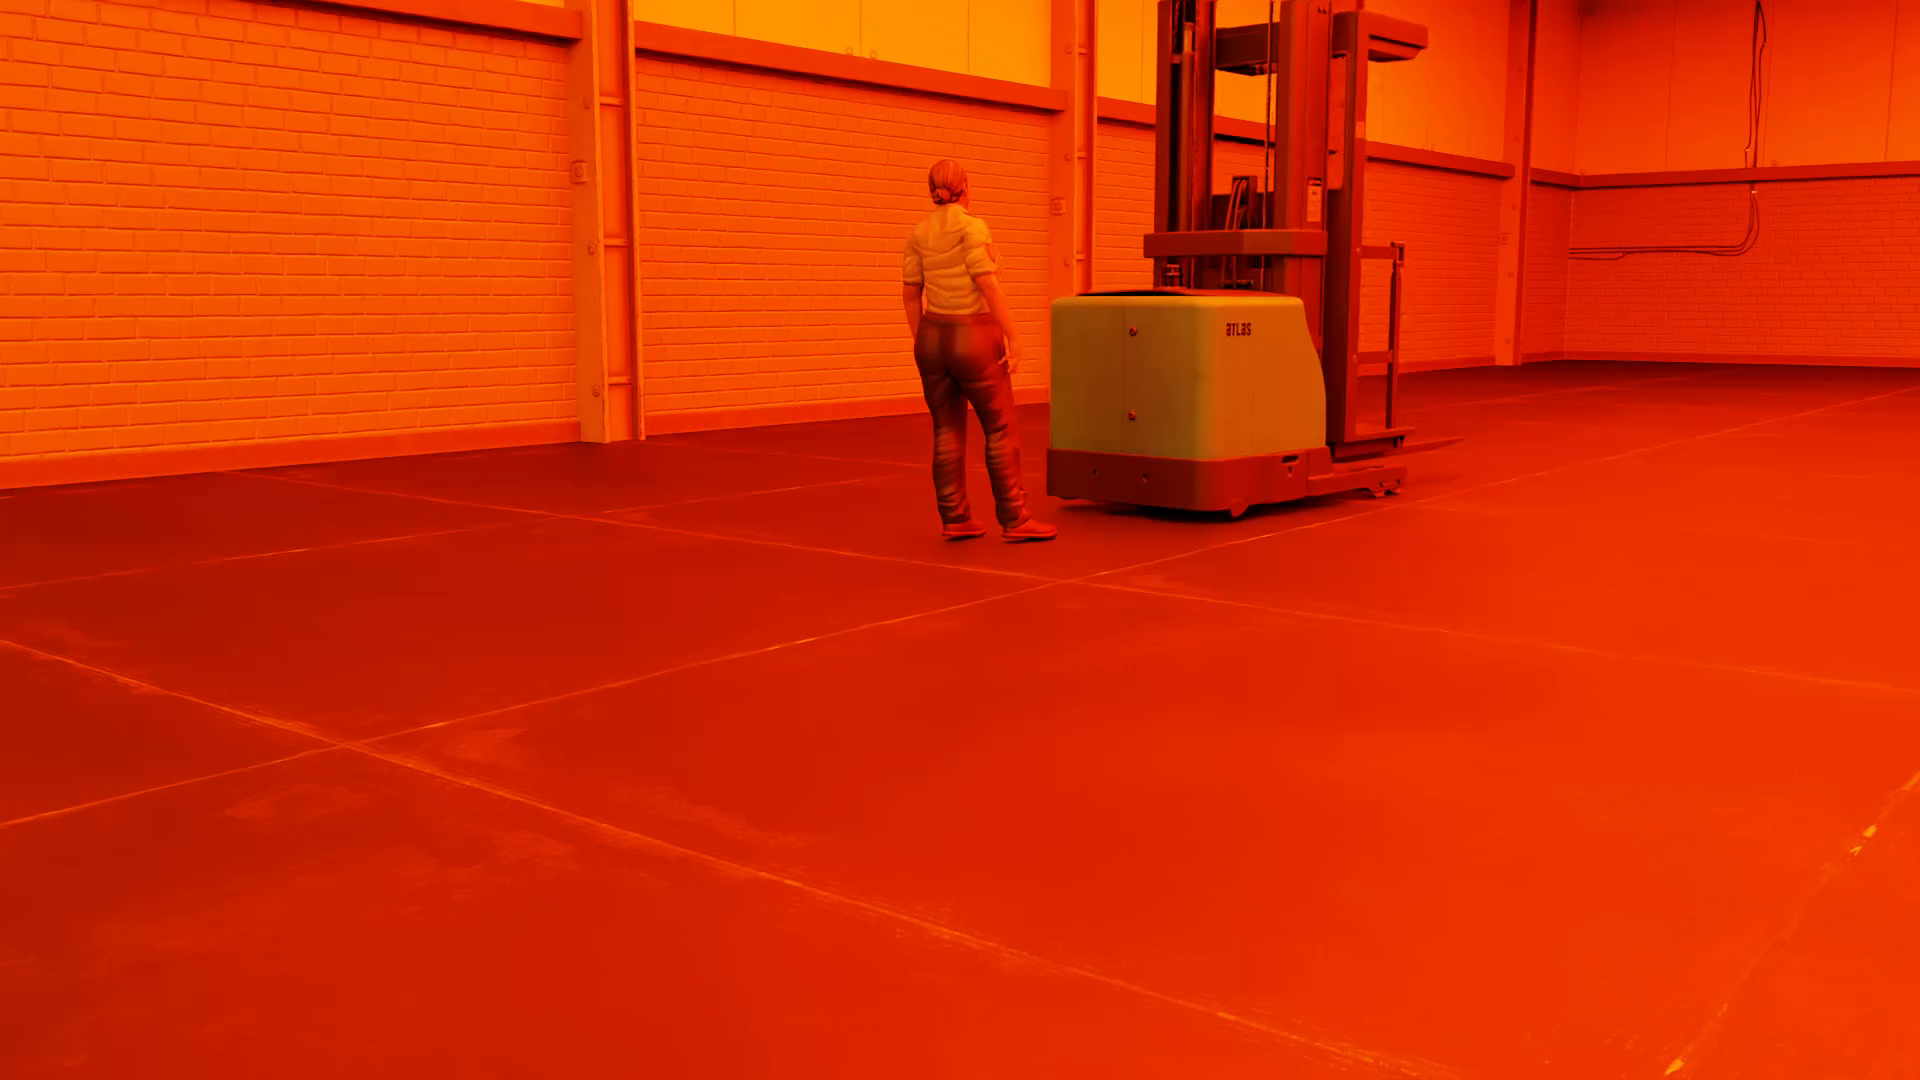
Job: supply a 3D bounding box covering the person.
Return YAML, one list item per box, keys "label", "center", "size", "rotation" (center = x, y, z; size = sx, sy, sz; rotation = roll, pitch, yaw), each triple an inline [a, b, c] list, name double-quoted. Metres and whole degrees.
- label: "person"
  center: [0.074, -0.831, 7.339]
  size: [0.598, 1.651, 0.503]
  rotation: [7, 11, 38]

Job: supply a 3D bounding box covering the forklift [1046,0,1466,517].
- label: "forklift"
  center: [1.806, -1.721, 9.045]
  size: [1.130, 2.935, 3.031]
  rotation: [8, 11, 42]
